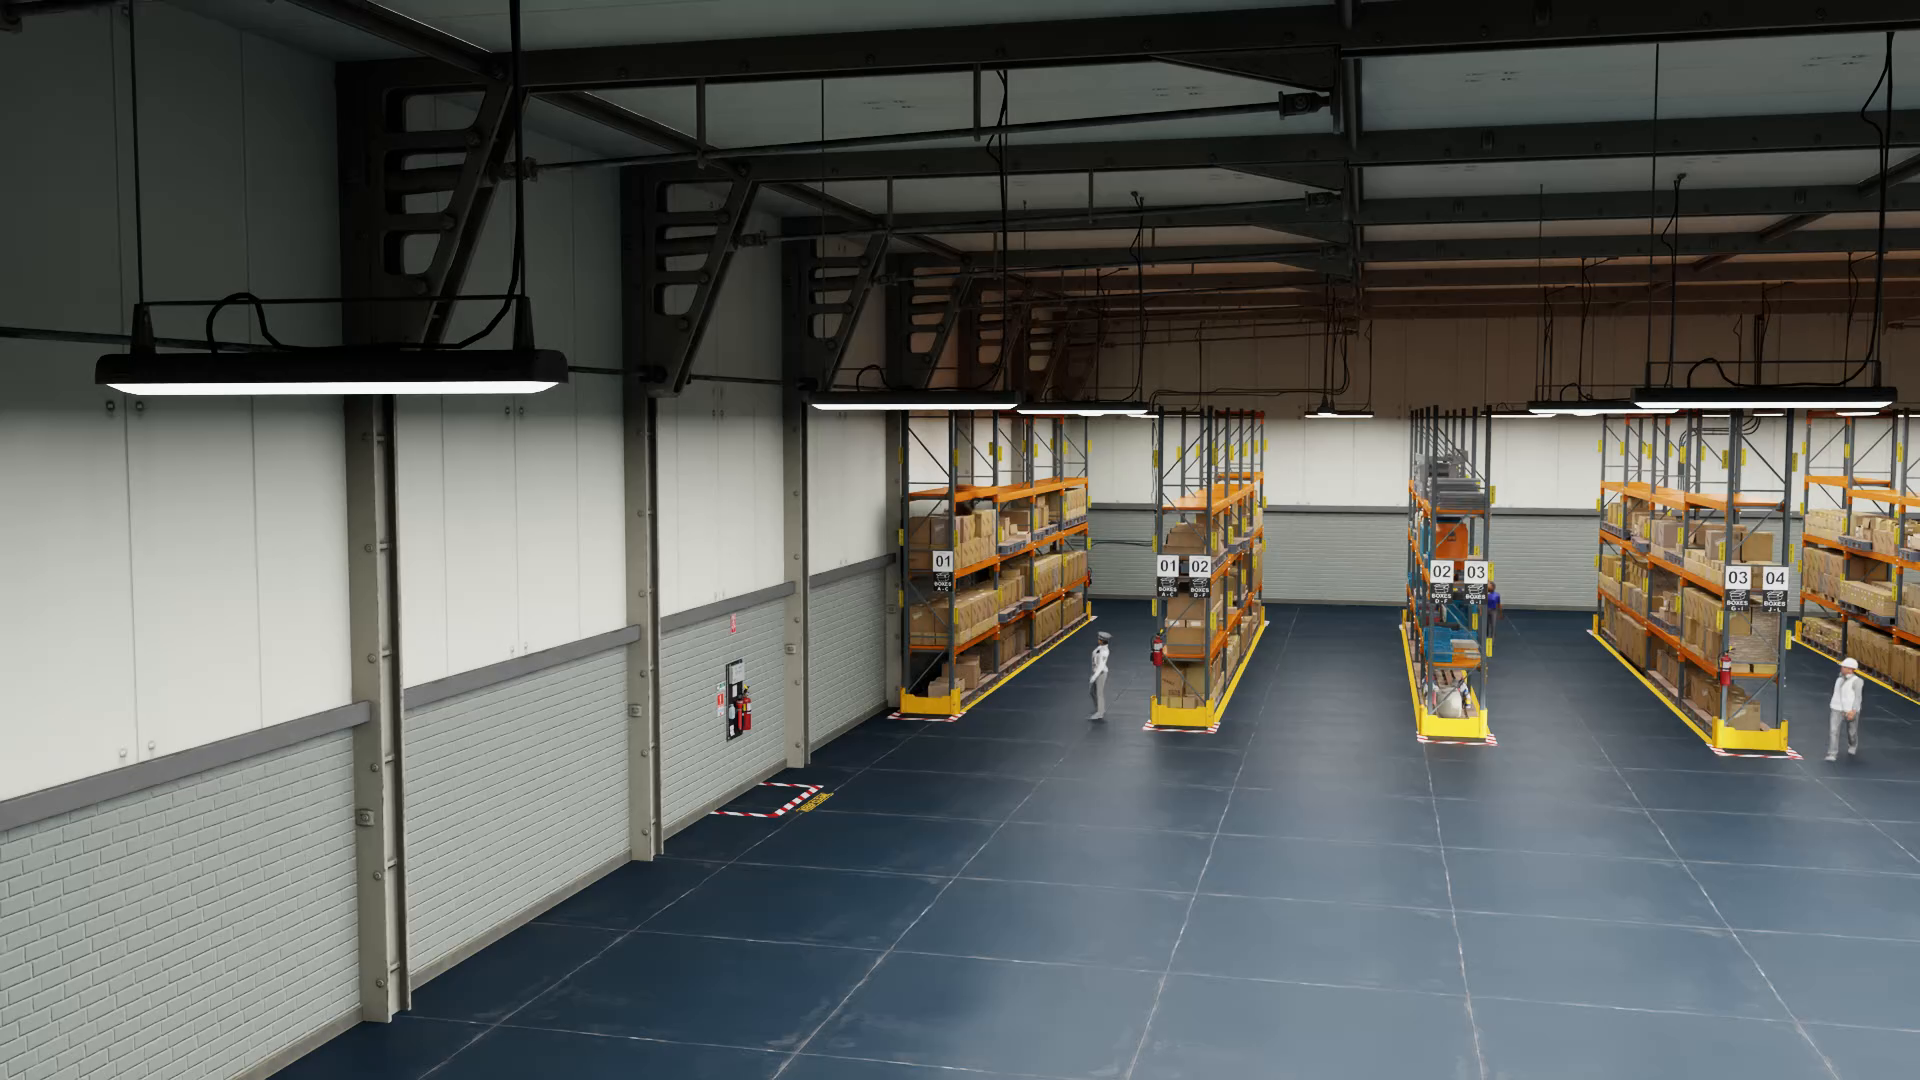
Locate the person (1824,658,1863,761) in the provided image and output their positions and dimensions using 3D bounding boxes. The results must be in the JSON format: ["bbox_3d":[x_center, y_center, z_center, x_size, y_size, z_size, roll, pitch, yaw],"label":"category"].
[{"bbox_3d":[14.942,2.854,28.041,0.485,1.734,1.017,3,5,35],"label":"person"}]

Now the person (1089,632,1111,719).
[{"bbox_3d":[2.643,2.607,32.003,0.455,1.714,0.574,-1,4,-15],"label":"person"}]

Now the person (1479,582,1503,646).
[{"bbox_3d":[13.544,1.877,42.395,0.597,1.618,0.926,1,4,17],"label":"person"}]
